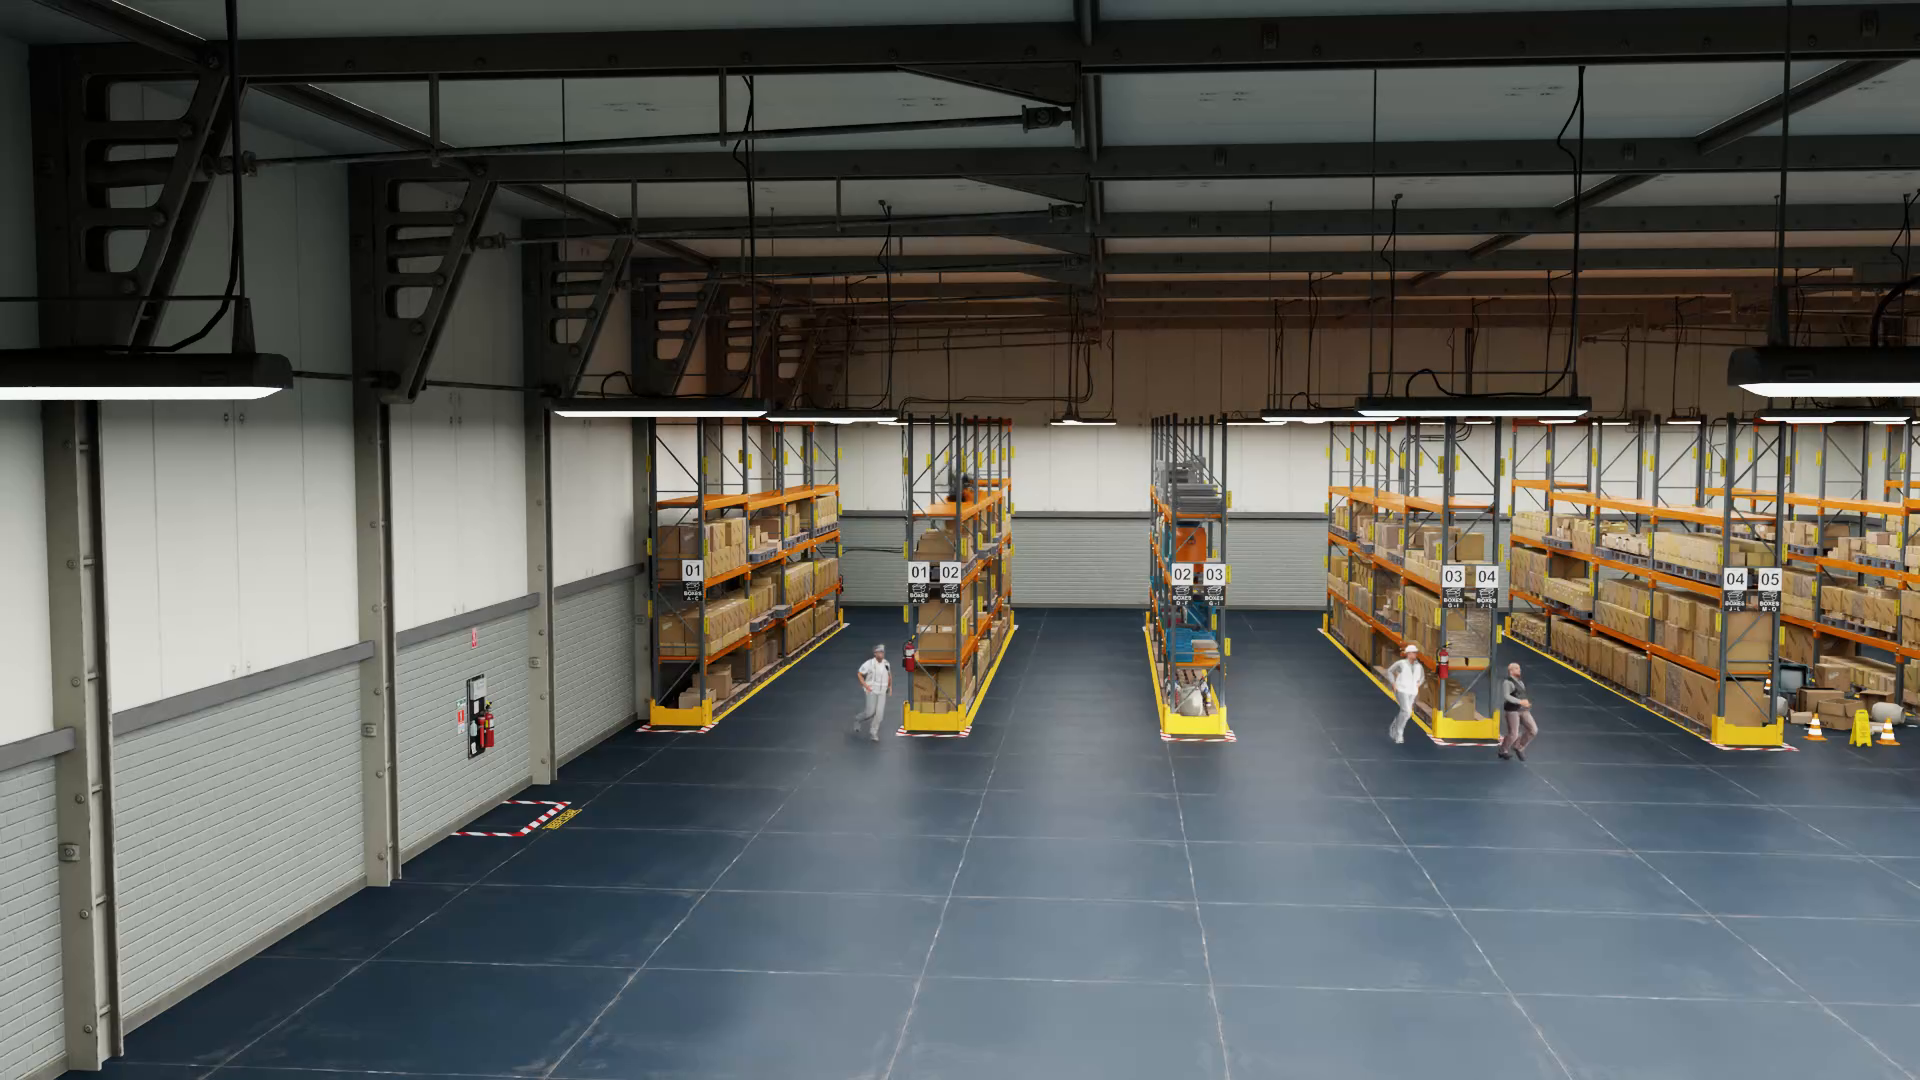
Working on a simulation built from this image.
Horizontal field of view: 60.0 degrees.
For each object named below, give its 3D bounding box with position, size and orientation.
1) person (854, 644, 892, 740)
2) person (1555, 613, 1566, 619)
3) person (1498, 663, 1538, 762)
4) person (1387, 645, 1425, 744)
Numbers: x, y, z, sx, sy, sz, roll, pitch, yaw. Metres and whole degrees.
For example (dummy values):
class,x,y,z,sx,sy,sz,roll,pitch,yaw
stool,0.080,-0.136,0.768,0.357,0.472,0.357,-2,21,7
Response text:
class,x,y,z,sx,sy,sz,roll,pitch,yaw
person,-1.536,2.793,30.783,0.715,1.723,0.765,-2,4,-31
person,16.974,1.772,46.894,0.658,1.632,0.567,-2,4,-27
person,9.580,2.958,28.578,0.668,1.704,0.674,-3,5,-35
person,8.176,2.816,30.421,0.651,1.801,0.681,-2,4,-22
